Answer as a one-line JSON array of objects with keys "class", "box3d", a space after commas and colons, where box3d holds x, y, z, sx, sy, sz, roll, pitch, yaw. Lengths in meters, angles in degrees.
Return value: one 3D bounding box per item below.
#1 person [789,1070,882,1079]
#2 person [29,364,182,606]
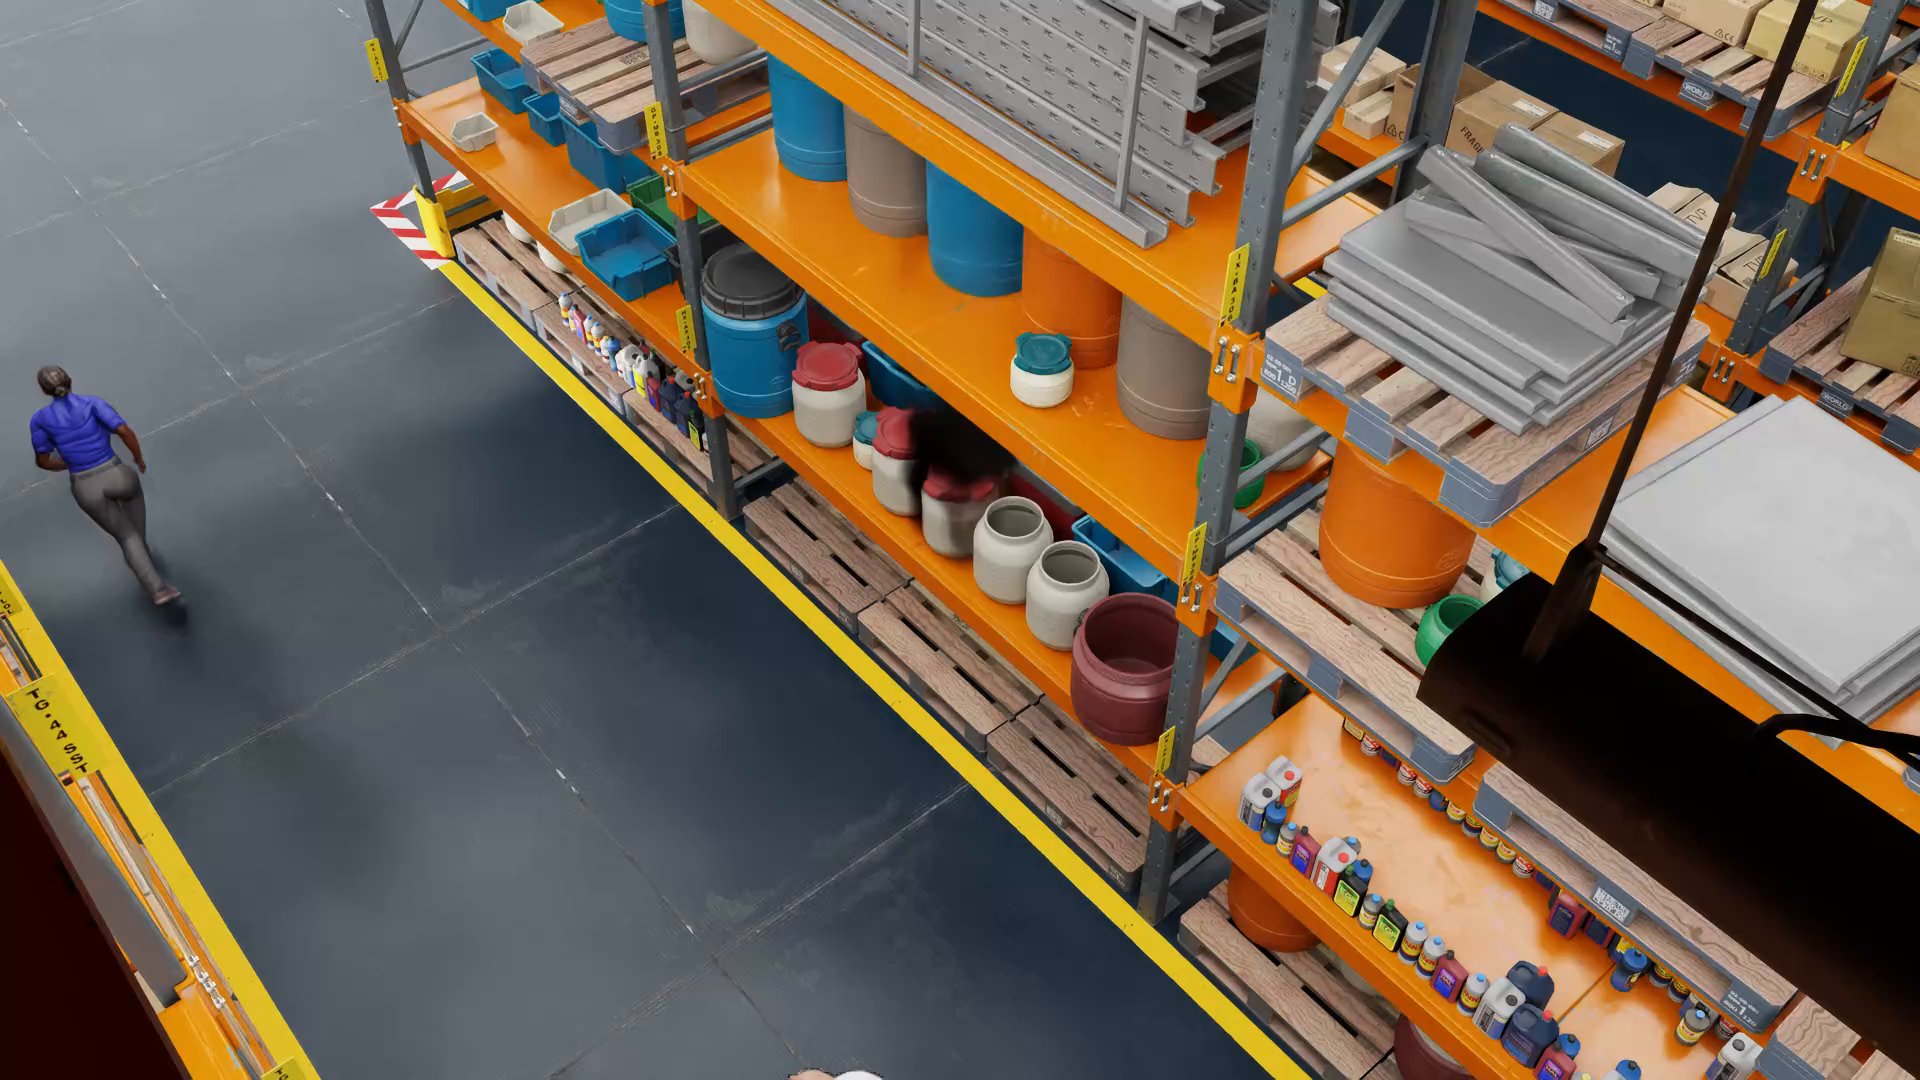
[{"class": "person", "box3d": [-0.532, 2.656, 6.878, 0.918, 1.750, 0.712, 29, 53, 25]}, {"class": "person", "box3d": [-5.252, -0.267, 10.244, 0.577, 1.511, 0.999, -22, 50, -20]}]
